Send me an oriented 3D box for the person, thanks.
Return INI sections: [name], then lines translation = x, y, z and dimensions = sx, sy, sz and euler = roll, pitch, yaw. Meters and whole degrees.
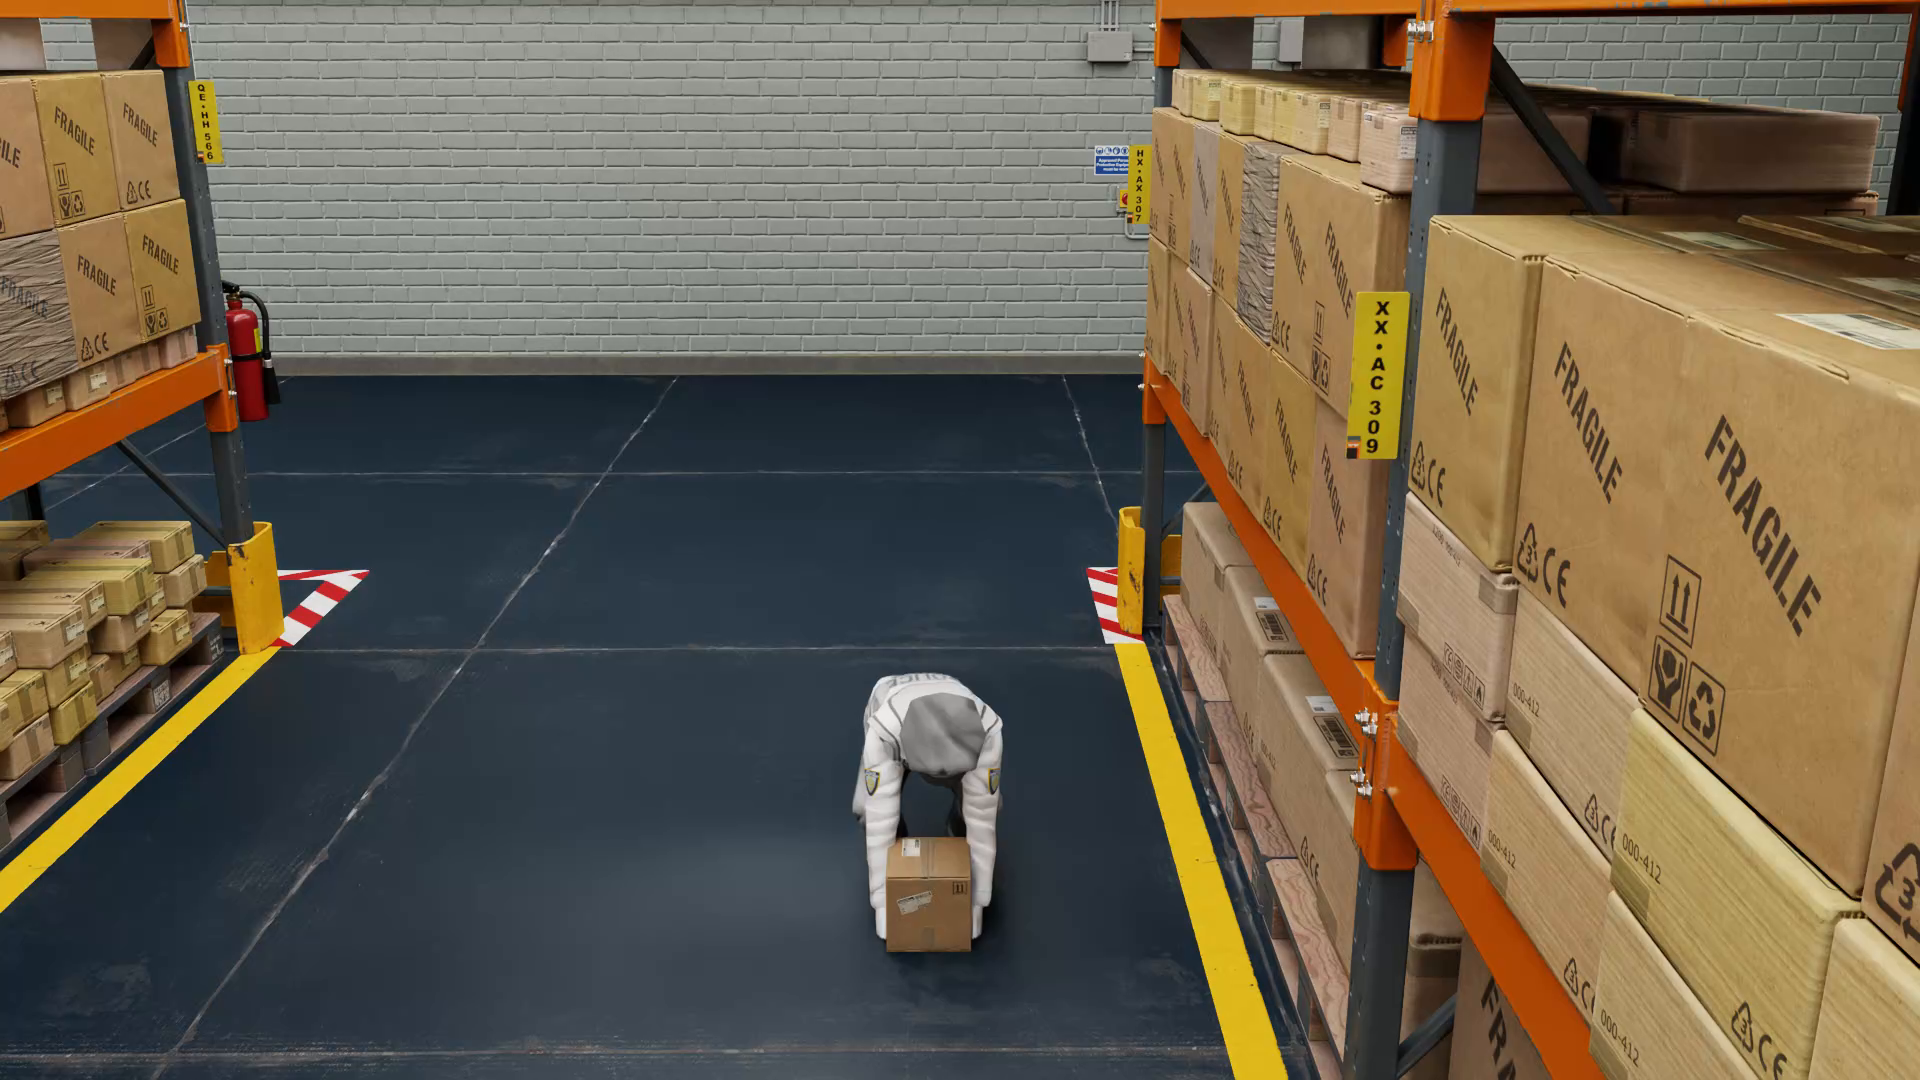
[person]
translation = -0.102, 0.758, 5.215
dimensions = 0.468, 0.829, 0.894
euler = -1, 17, -2
